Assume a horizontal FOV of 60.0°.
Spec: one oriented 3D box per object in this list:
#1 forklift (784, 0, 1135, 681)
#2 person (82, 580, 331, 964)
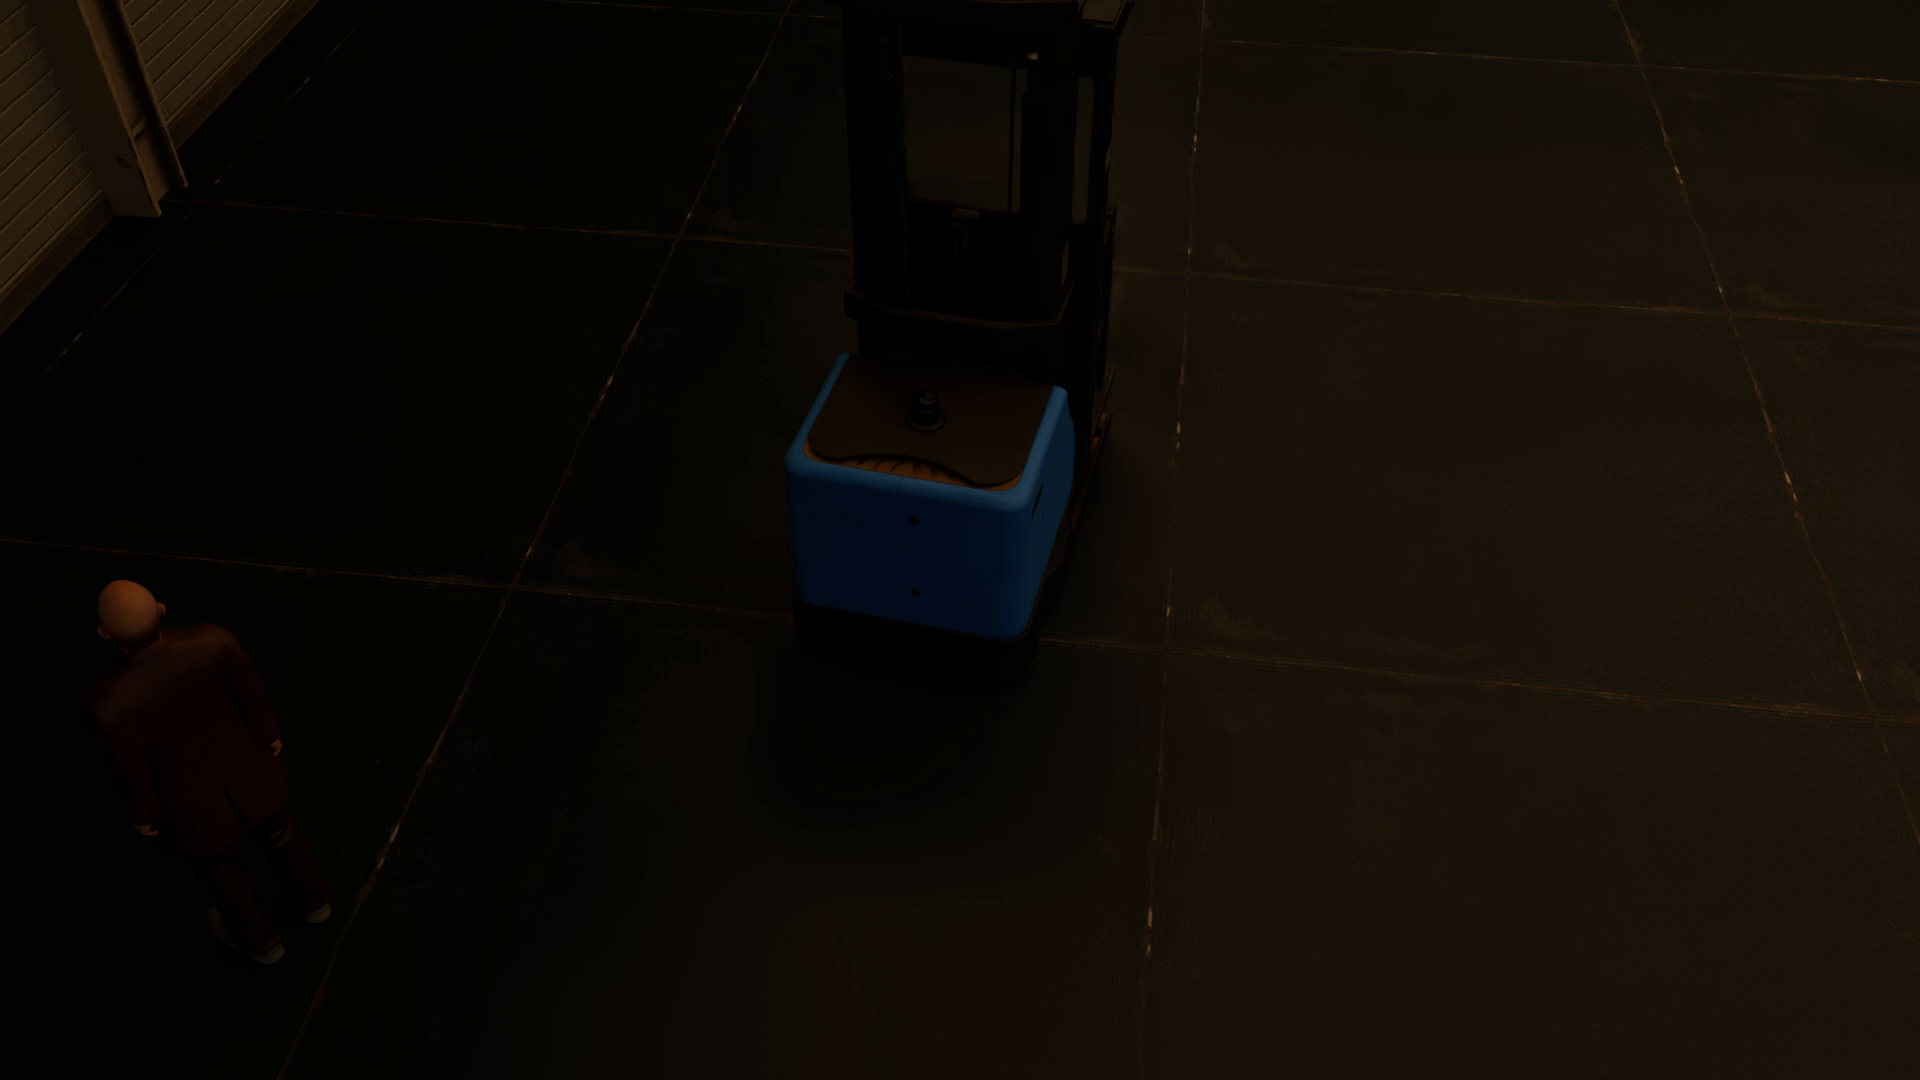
[{"bbox_3d":[0.141,-1.487,7.343,1.130,2.935,3.031,10,44,11],"label":"forklift"},{"bbox_3d":[-2.616,0.784,5.719,0.384,1.783,0.563,30,51,29],"label":"person"}]
